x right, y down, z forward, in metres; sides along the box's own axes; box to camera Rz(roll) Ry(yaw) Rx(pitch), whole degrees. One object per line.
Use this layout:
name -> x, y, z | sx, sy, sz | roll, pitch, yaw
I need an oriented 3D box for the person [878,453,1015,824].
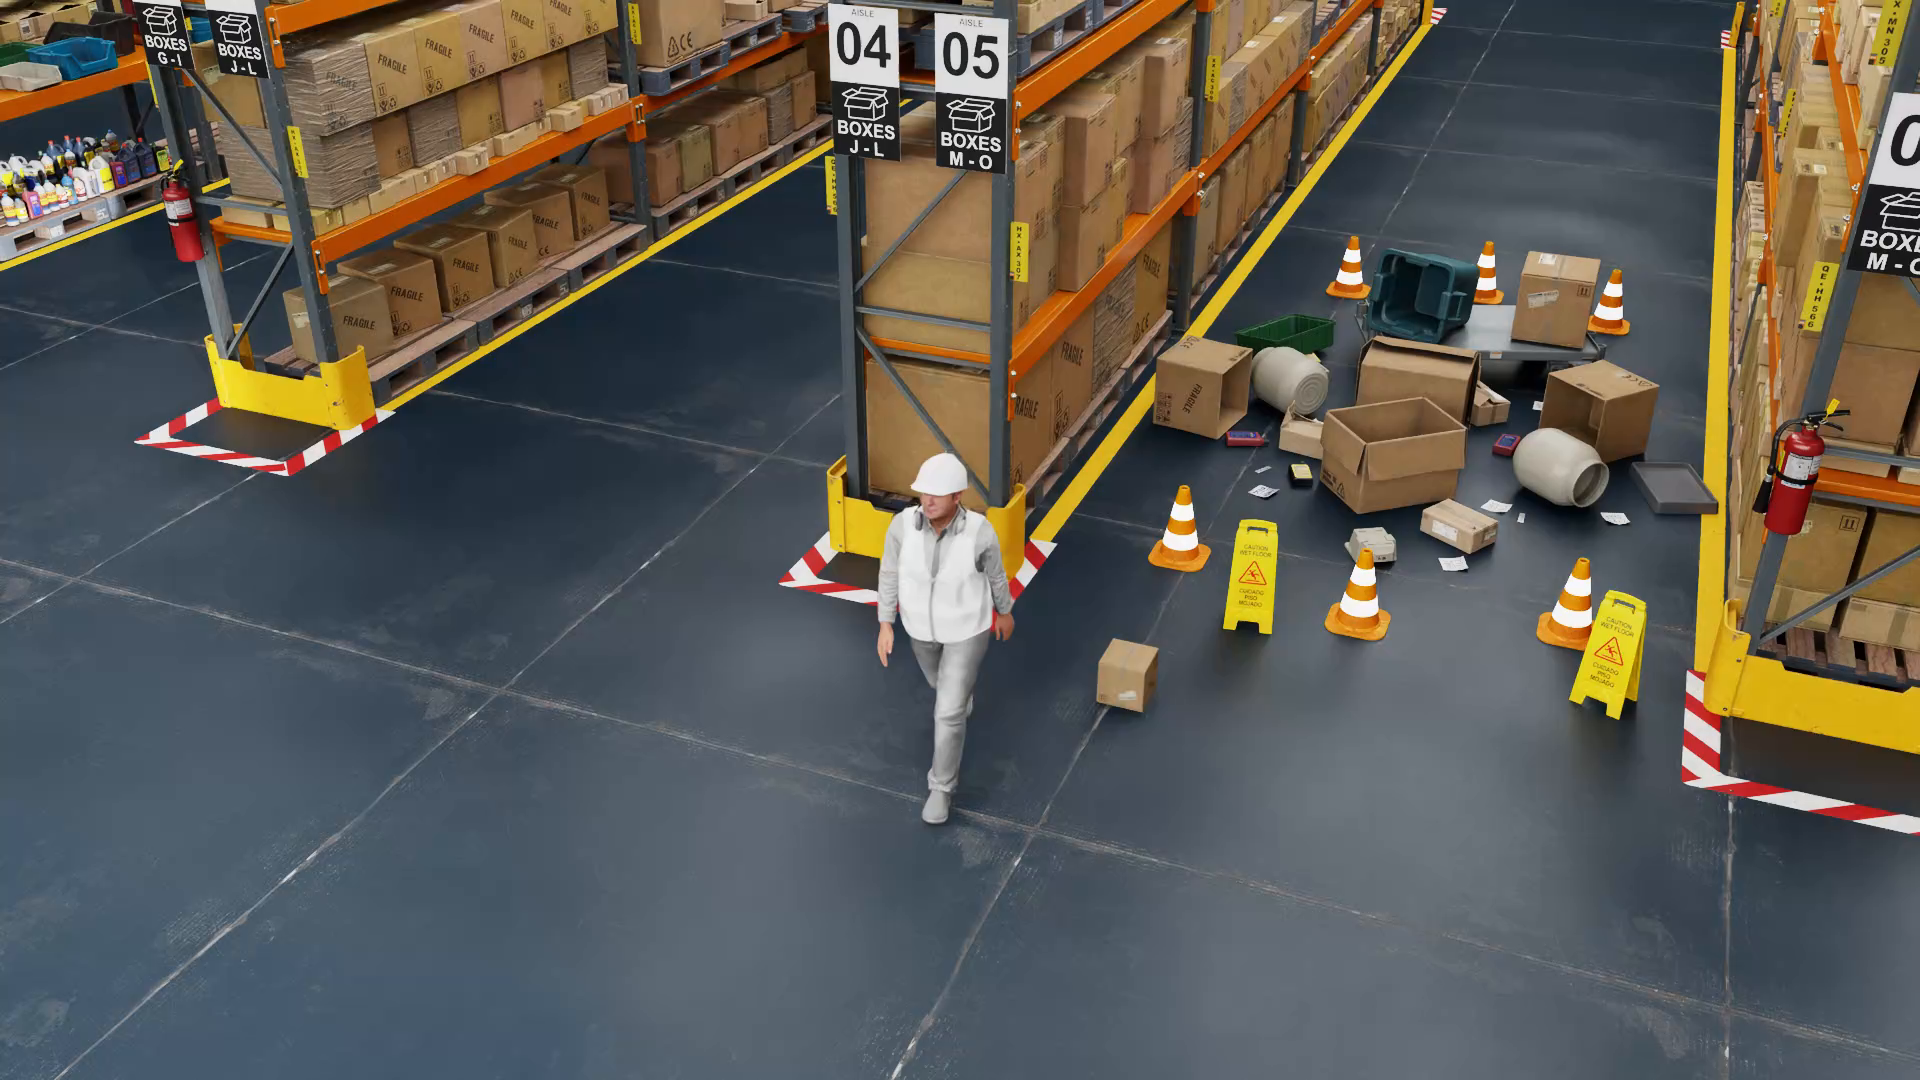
person -> -0.074, 0.354, 7.779 | 0.571, 1.717, 1.099 | 10, 31, 17
